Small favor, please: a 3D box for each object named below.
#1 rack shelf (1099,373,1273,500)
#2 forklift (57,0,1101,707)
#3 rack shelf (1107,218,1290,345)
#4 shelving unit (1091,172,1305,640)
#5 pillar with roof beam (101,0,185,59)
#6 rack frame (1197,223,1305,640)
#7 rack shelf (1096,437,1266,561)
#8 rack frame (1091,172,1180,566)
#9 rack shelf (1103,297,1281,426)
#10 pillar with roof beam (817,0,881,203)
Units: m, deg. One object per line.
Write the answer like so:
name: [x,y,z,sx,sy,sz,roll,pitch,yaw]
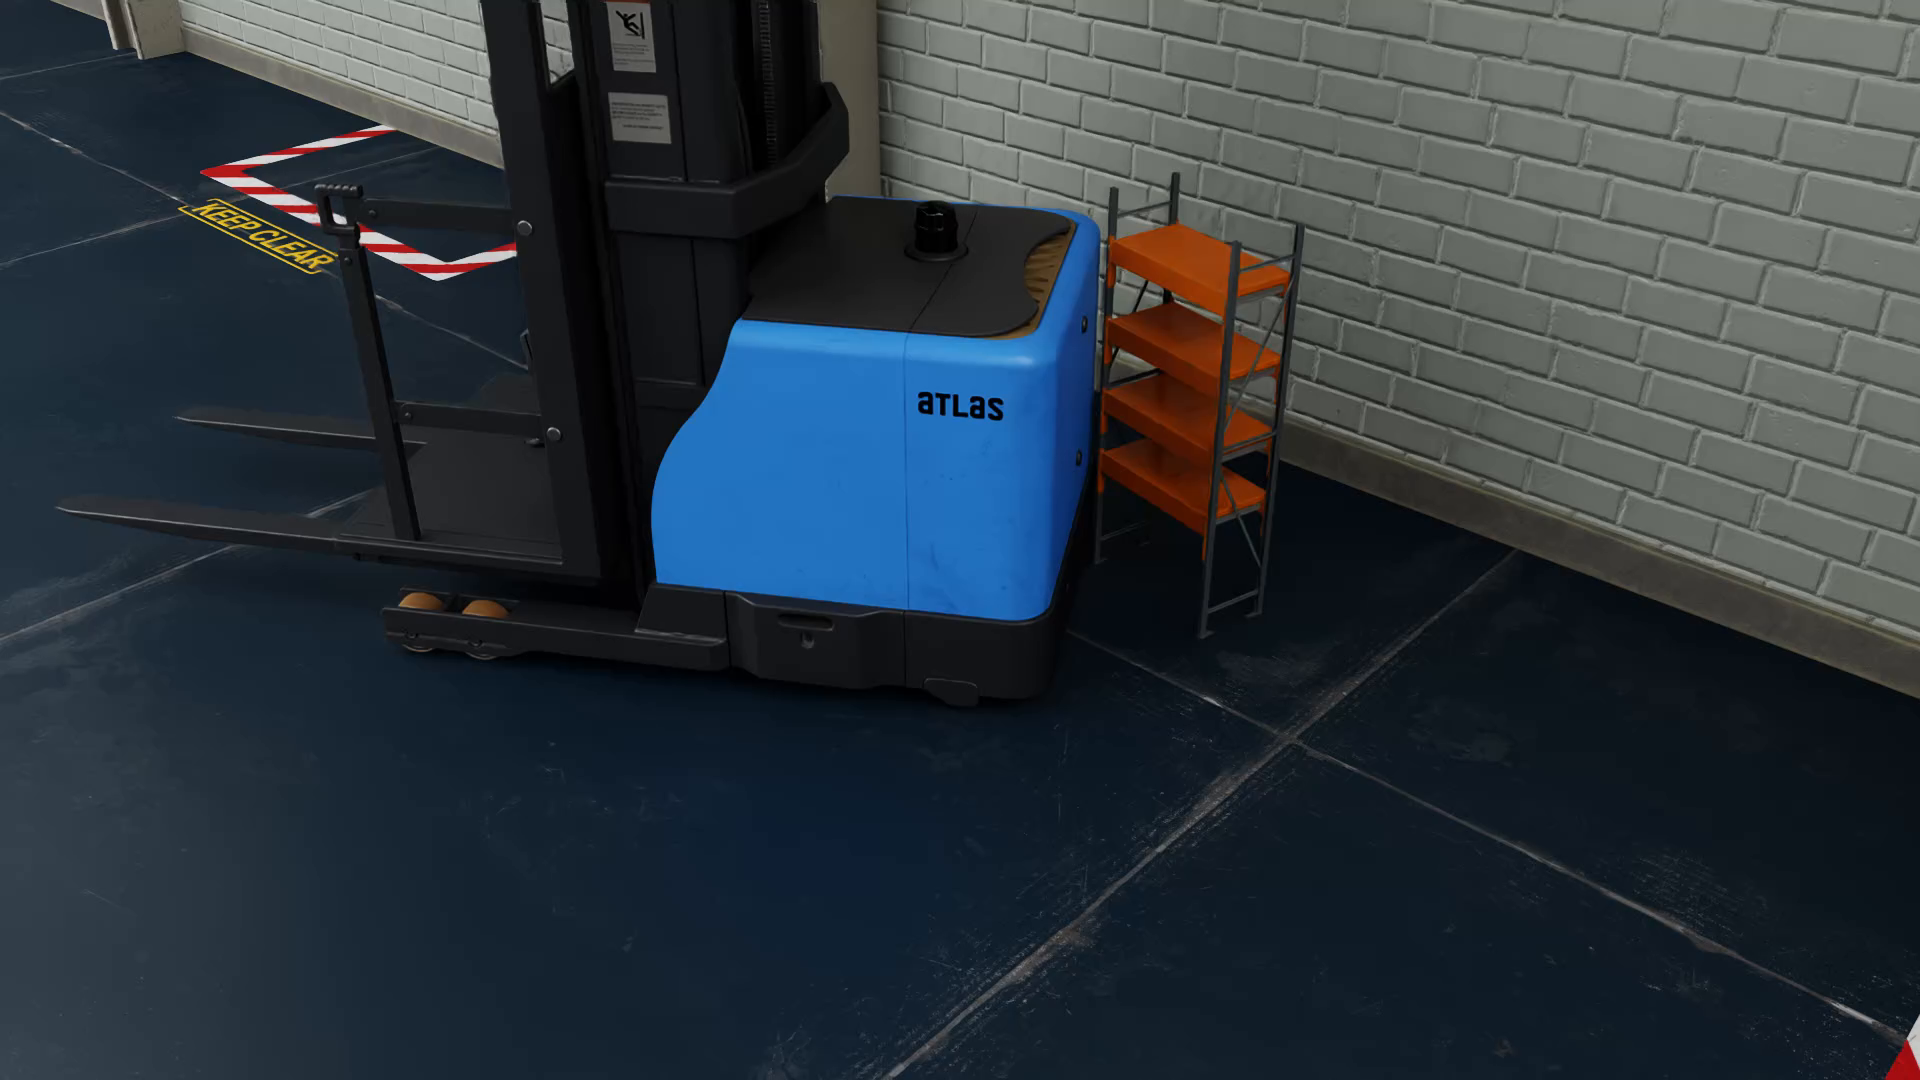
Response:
rack shelf: [0.647,-0.311,4.734,0.258,0.148,0.480,-19,36,-29]
forklift: [-1.157,-1.178,4.365,3.031,2.935,1.130,6,32,10]
rack shelf: [0.647,-0.706,4.497,0.258,0.148,0.480,-19,36,-29]
shelving unit: [0.647,-0.369,4.700,0.258,1.200,0.503,-19,36,-29]
pillar with roof beam: [-7.896,-5.252,5.249,0.400,9.000,9.100,25,39,35]
rack frame: [0.784,-0.265,4.527,0.240,1.200,0.015,-19,36,-29]
rack shelf: [0.647,-0.141,4.837,0.258,0.148,0.480,-19,36,-29]
rack frame: [0.509,-0.473,4.872,0.240,1.200,0.015,-19,36,-29]
rack shelf: [0.647,-0.503,4.619,0.258,0.148,0.480,-19,36,-29]
pillar with roof beam: [-3.447,-3.175,1.800,0.400,9.000,9.100,25,39,35]
